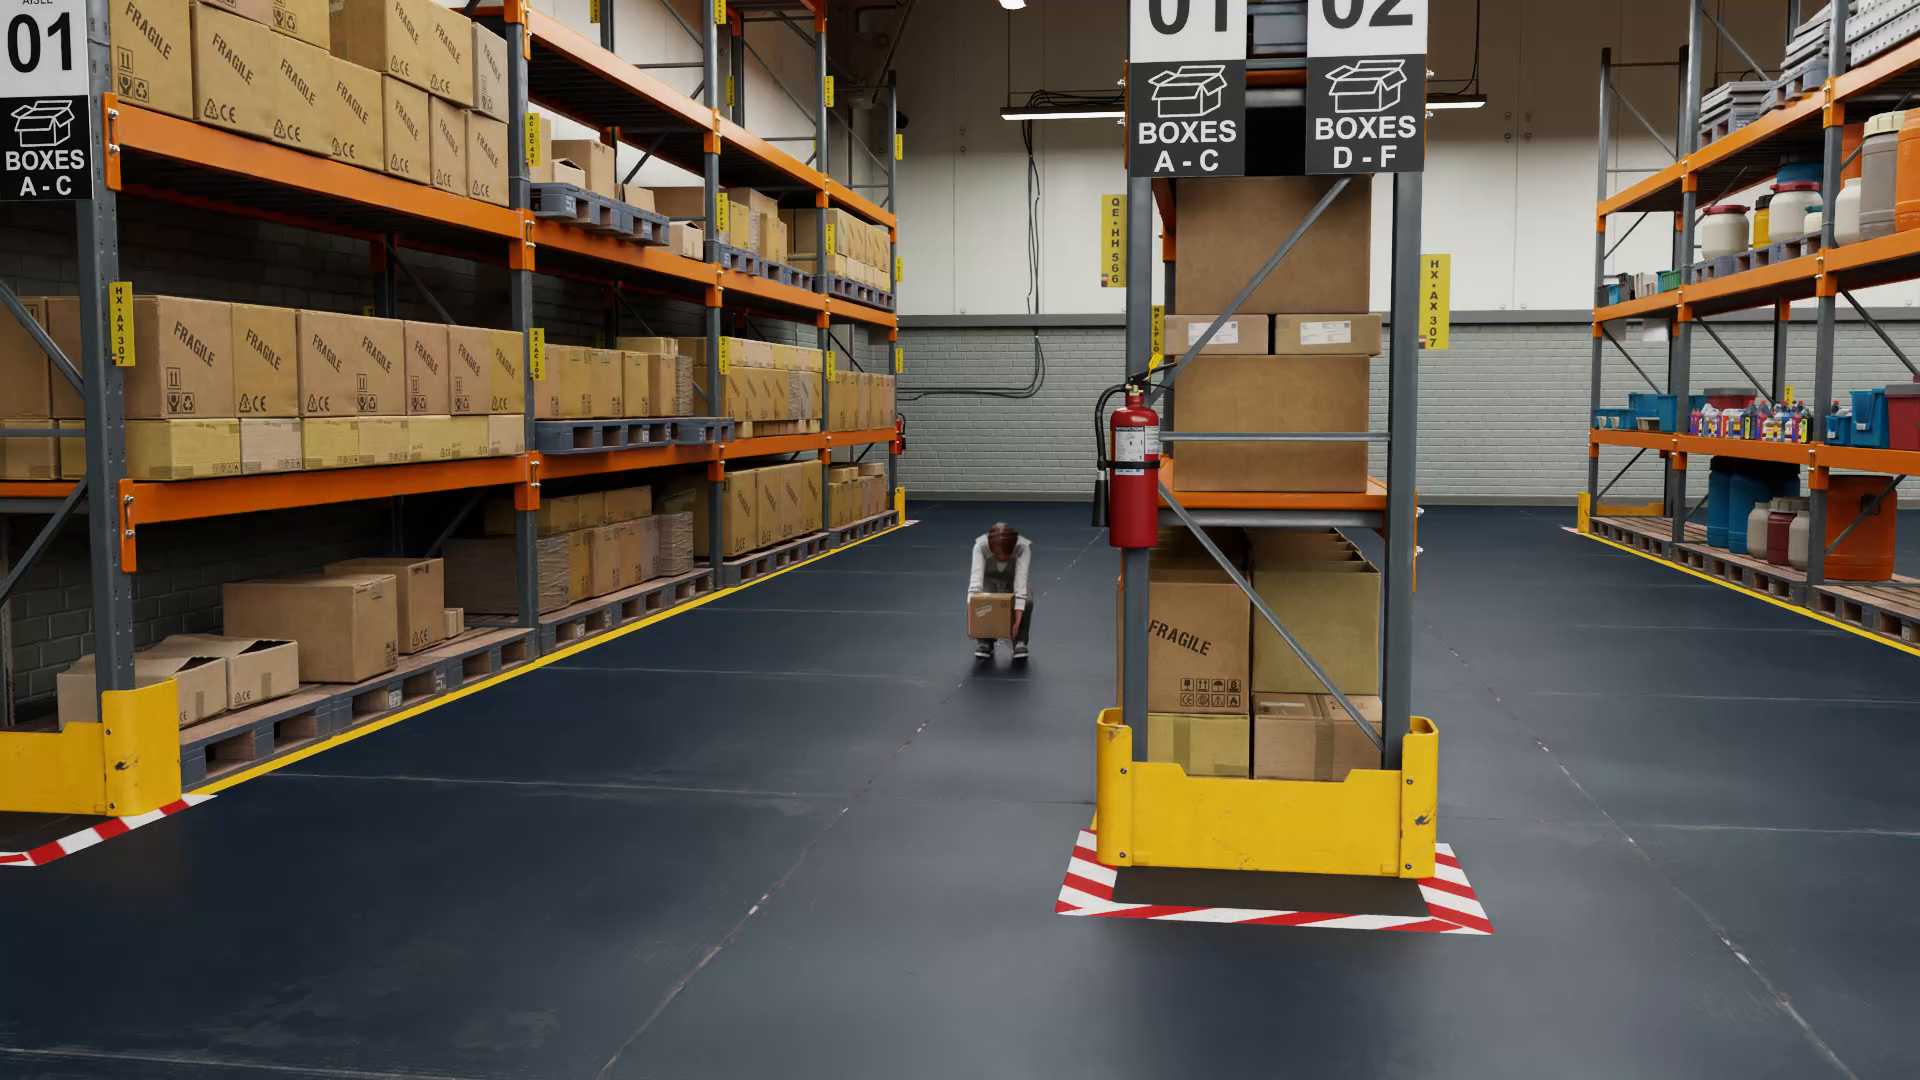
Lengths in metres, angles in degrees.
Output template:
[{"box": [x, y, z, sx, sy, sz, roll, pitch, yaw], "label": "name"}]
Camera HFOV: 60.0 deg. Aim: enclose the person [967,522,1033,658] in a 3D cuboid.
[{"box": [0.258, 0.320, 10.564, 0.423, 0.893, 0.846, 1, 5, 6], "label": "person"}]
